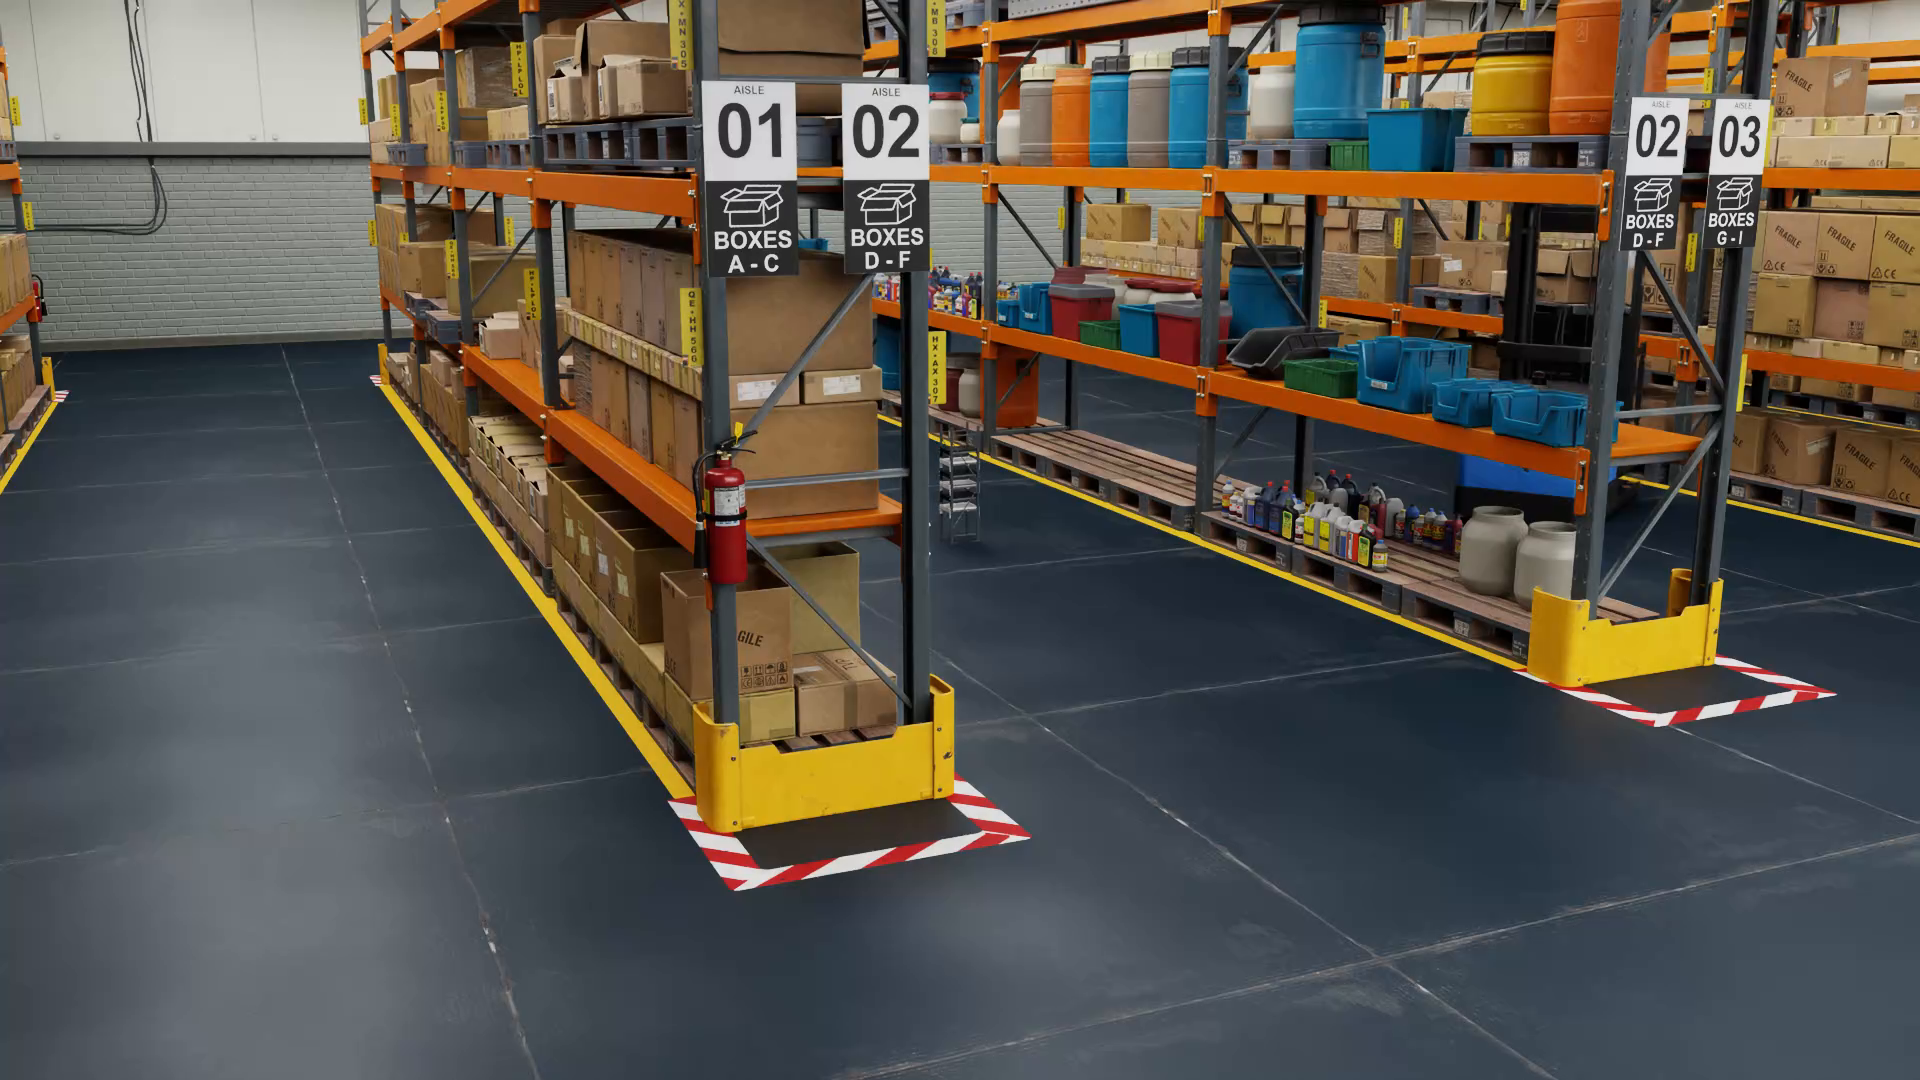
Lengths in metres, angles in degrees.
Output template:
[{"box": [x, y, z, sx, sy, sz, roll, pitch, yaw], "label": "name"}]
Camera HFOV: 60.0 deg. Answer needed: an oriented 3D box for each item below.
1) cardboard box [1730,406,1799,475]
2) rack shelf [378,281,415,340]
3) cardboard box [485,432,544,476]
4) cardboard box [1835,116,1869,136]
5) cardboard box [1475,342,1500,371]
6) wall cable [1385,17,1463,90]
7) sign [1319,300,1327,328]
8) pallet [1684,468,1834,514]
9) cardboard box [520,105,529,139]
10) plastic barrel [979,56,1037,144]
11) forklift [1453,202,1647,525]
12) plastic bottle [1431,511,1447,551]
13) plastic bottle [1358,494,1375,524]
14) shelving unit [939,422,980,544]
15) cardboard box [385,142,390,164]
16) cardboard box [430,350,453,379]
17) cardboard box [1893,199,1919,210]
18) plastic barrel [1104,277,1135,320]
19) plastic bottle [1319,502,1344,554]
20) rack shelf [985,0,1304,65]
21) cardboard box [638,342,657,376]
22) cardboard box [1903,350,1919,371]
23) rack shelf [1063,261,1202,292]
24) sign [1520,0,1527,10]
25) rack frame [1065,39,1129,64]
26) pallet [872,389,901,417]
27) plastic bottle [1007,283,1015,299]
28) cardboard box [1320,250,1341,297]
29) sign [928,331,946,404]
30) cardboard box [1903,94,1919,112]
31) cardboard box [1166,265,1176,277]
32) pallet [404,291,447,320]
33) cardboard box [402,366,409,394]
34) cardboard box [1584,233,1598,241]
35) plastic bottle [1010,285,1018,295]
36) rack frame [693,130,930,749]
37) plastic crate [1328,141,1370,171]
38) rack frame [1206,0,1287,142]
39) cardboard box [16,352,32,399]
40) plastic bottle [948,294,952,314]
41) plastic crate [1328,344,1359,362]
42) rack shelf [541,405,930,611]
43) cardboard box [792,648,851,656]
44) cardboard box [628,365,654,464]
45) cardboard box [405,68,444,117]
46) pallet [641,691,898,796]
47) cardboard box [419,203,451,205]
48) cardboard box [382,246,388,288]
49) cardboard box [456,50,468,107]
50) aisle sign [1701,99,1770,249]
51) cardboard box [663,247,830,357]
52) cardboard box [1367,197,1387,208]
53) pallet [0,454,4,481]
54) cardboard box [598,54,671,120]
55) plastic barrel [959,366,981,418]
[{"box": [6.979, -0.883, 14.645, 0.500, 0.500, 0.500, -6, 14, -25], "label": "cardboard box"}, {"box": [-6.229, -2.804, 19.928, 1.077, 0.370, 4.000, -6, 14, -23], "label": "rack shelf"}, {"box": [-3.464, -0.705, 13.187, 0.500, 0.311, 0.500, -6, 14, -24], "label": "cardboard box"}, {"box": [7.126, -3.254, 13.071, 0.380, 0.149, 0.250, -6, 14, -24], "label": "cardboard box"}, {"box": [5.771, -1.926, 17.446, 0.500, 0.250, 0.500, -4, 14, -17], "label": "cardboard box"}, {"box": [9.282, -9.497, 33.945, 2.355, 3.000, 0.029, -6, 14, -23], "label": "wall cable"}, {"box": [2.826, -1.717, 13.024, 0.100, 0.325, 0.005, -6, 14, -23], "label": "sign"}, {"box": [7.157, -0.488, 14.512, 1.003, 0.211, 1.213, -6, 14, -23], "label": "pallet"}, {"box": [-2.933, -3.082, 12.282, 0.500, 0.250, 0.500, -7, 15, -28], "label": "cardboard box"}, {"box": [0.490, -4.354, 16.495, 0.600, 0.830, 0.708, -6, 14, -23], "label": "plastic barrel"}, {"box": [5.227, -1.787, 14.089, 1.130, 2.935, 3.031, 8, 15, 32], "label": "forklift"}, {"box": [3.342, -0.067, 11.584, 0.097, 0.271, 0.097, 0, 13, 0], "label": "plastic bottle"}, {"box": [2.962, -0.198, 12.122, 0.061, 0.283, 0.133, -6, 14, -23], "label": "plastic bottle"}, {"box": [-0.003, -0.440, 12.776, 0.258, 0.900, 0.210, -6, 14, -23], "label": "shelving unit"}, {"box": [-6.265, -4.413, 18.964, 0.500, 0.250, 0.500, -6, 14, -23], "label": "cardboard box"}, {"box": [-5.056, -1.775, 16.790, 0.500, 0.250, 0.500, -6, 14, -23], "label": "cardboard box"}, {"box": [13.481, -4.531, 23.357, 0.500, 0.500, 0.500, -6, 14, -23], "label": "cardboard box"}, {"box": [1.492, -2.136, 15.197, 0.421, 0.512, 0.421, 0, 13, 0], "label": "plastic barrel"}, {"box": [2.581, -0.089, 11.503, 0.144, 0.351, 0.185, -5, 14, -21], "label": "plastic bottle"}, {"box": [1.516, -4.326, 14.085, 1.077, 0.370, 4.000, -6, 14, -23], "label": "rack shelf"}, {"box": [-1.468, -0.956, 8.687, 0.380, 0.149, 0.250, -5, 14, -21], "label": "cardboard box"}, {"box": [7.457, -1.374, 12.713, 0.380, 0.149, 0.250, -6, 14, -23], "label": "cardboard box"}, {"box": [2.850, -3.698, 23.791, 1.077, 0.370, 4.000, -6, 14, -23], "label": "rack shelf"}, {"box": [7.732, -7.434, 22.784, 0.100, 0.325, 0.005, -6, 14, -23], "label": "sign"}, {"box": [2.049, -7.384, 24.819, 1.000, 3.000, 0.127, -6, 14, -23], "label": "rack frame"}, {"box": [-0.616, -1.666, 19.601, 1.003, 0.211, 1.213, -6, 14, -23], "label": "pallet"}, {"box": [0.548, -2.598, 17.703, 0.061, 0.283, 0.133, -6, 14, -23], "label": "plastic bottle"}, {"box": [4.423, -3.148, 19.596, 0.500, 0.500, 0.500, -6, 14, -25], "label": "cardboard box"}, {"box": [-0.109, -0.771, 7.454, 0.100, 0.325, 0.005, -6, 14, -23], "label": "sign"}, {"box": [10.791, -4.666, 18.349, 0.500, 0.500, 0.500, -6, 14, -23], "label": "cardboard box"}, {"box": [3.023, -3.653, 22.556, 0.380, 0.149, 0.250, -6, 14, -24], "label": "cardboard box"}, {"box": [-5.207, -2.473, 17.328, 1.003, 0.211, 1.213, -6, 14, -23], "label": "pallet"}, {"box": [-6.216, -1.893, 19.383, 0.500, 0.311, 0.500, -6, 14, -23], "label": "cardboard box"}, {"box": [8.491, -4.044, 21.999, 0.380, 0.149, 0.250, -5, 14, -21], "label": "cardboard box"}, {"box": [0.575, -2.534, 17.451, 0.097, 0.271, 0.097, 0, 13, 0], "label": "plastic bottle"}, {"box": [-0.620, -0.262, 7.350, 1.000, 3.000, 0.127, -6, 14, -23], "label": "rack frame"}, {"box": [2.700, -2.543, 11.021, 0.336, 0.188, 0.450, -6, 14, -23], "label": "plastic crate"}, {"box": [2.317, -4.458, 12.174, 1.000, 3.000, 0.127, -6, 14, -23], "label": "rack frame"}, {"box": [-10.994, -1.867, 18.898, 0.700, 0.500, 0.500, -6, 14, -23], "label": "cardboard box"}, {"box": [-0.077, -2.443, 17.215, 0.097, 0.201, 0.097, 0, 13, 0], "label": "plastic bottle"}, {"box": [3.009, -1.259, 11.985, 0.499, 0.251, 0.616, -6, 14, -23], "label": "plastic crate"}, {"box": [-1.422, -0.325, 9.216, 1.077, 0.370, 4.000, -6, 14, -23], "label": "rack shelf"}, {"box": [-0.835, 0.639, 8.623, 0.500, 0.250, 0.500, -6, 14, -23], "label": "cardboard box"}, {"box": [-1.418, -0.728, 9.141, 0.700, 0.500, 0.500, -5, 14, -21], "label": "cardboard box"}, {"box": [-5.657, -4.836, 18.019, 0.700, 0.500, 0.500, -6, 14, -23], "label": "cardboard box"}, {"box": [-0.965, 0.942, 8.331, 1.003, 0.211, 1.213, -6, 14, -23], "label": "pallet"}, {"box": [-6.599, -4.036, 21.218, 0.500, 0.500, 0.500, -6, 14, -23], "label": "cardboard box"}, {"box": [-6.882, -3.395, 20.664, 0.500, 0.500, 0.500, -6, 14, -24], "label": "cardboard box"}, {"box": [-4.198, -4.108, 14.876, 0.500, 0.500, 0.500, -6, 14, -23], "label": "cardboard box"}, {"box": [4.217, -1.987, 9.037, 0.394, 0.787, 0.004, -6, 14, -23], "label": "aisle sign"}, {"box": [-1.033, -1.160, 8.129, 0.700, 0.500, 0.500, -6, 14, -24], "label": "cardboard box"}, {"box": [6.778, -5.349, 26.231, 0.500, 0.500, 0.500, -5, 14, -21], "label": "cardboard box"}, {"box": [-9.094, -0.530, 14.690, 1.003, 0.211, 1.213, -6, 14, -23], "label": "pallet"}, {"box": [-1.546, -2.282, 8.380, 0.500, 0.311, 0.500, -4, 14, -16], "label": "cardboard box"}, {"box": [0.195, -1.562, 17.553, 0.421, 0.512, 0.421, 0, 13, 0], "label": "plastic barrel"}]
